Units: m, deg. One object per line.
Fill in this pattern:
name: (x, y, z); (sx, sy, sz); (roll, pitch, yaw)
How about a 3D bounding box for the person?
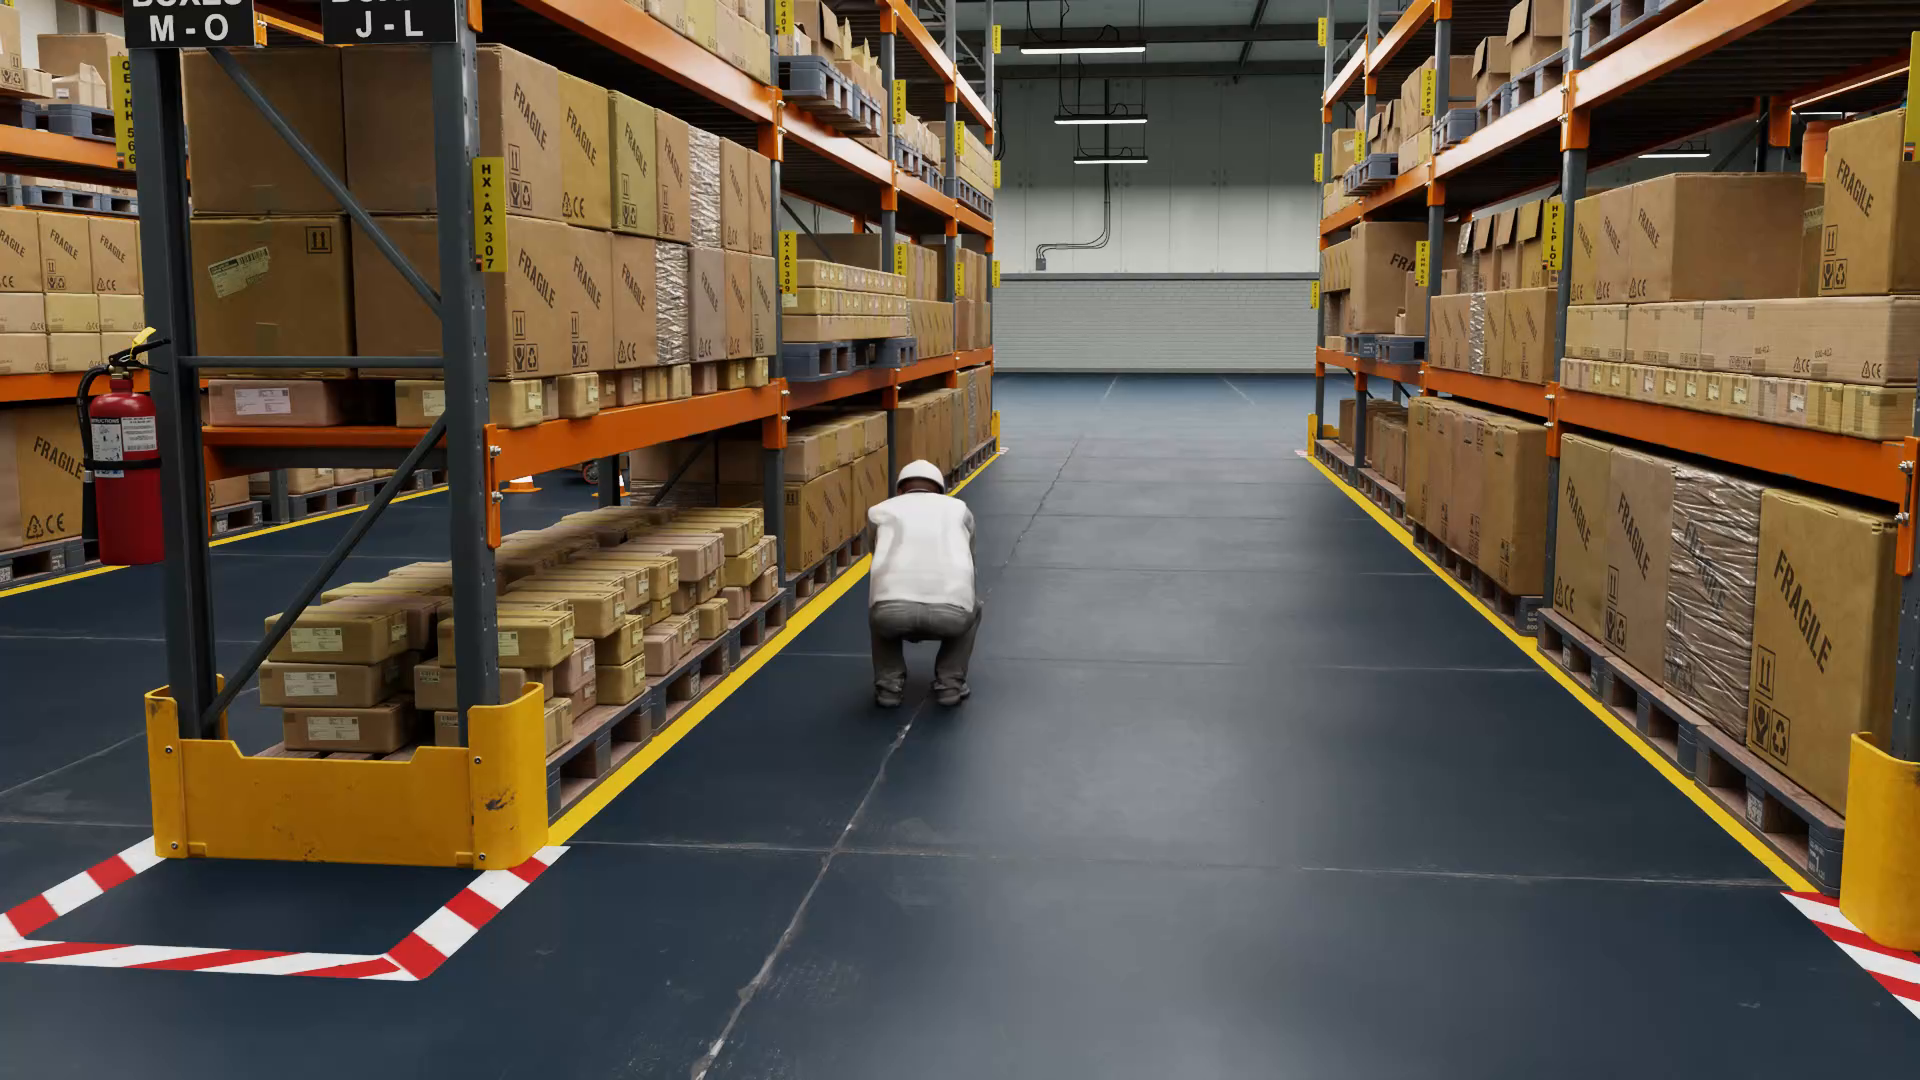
person: (-0.165, 0.183, 7.254); (0.510, 1.015, 0.872); (1, 8, 5)
